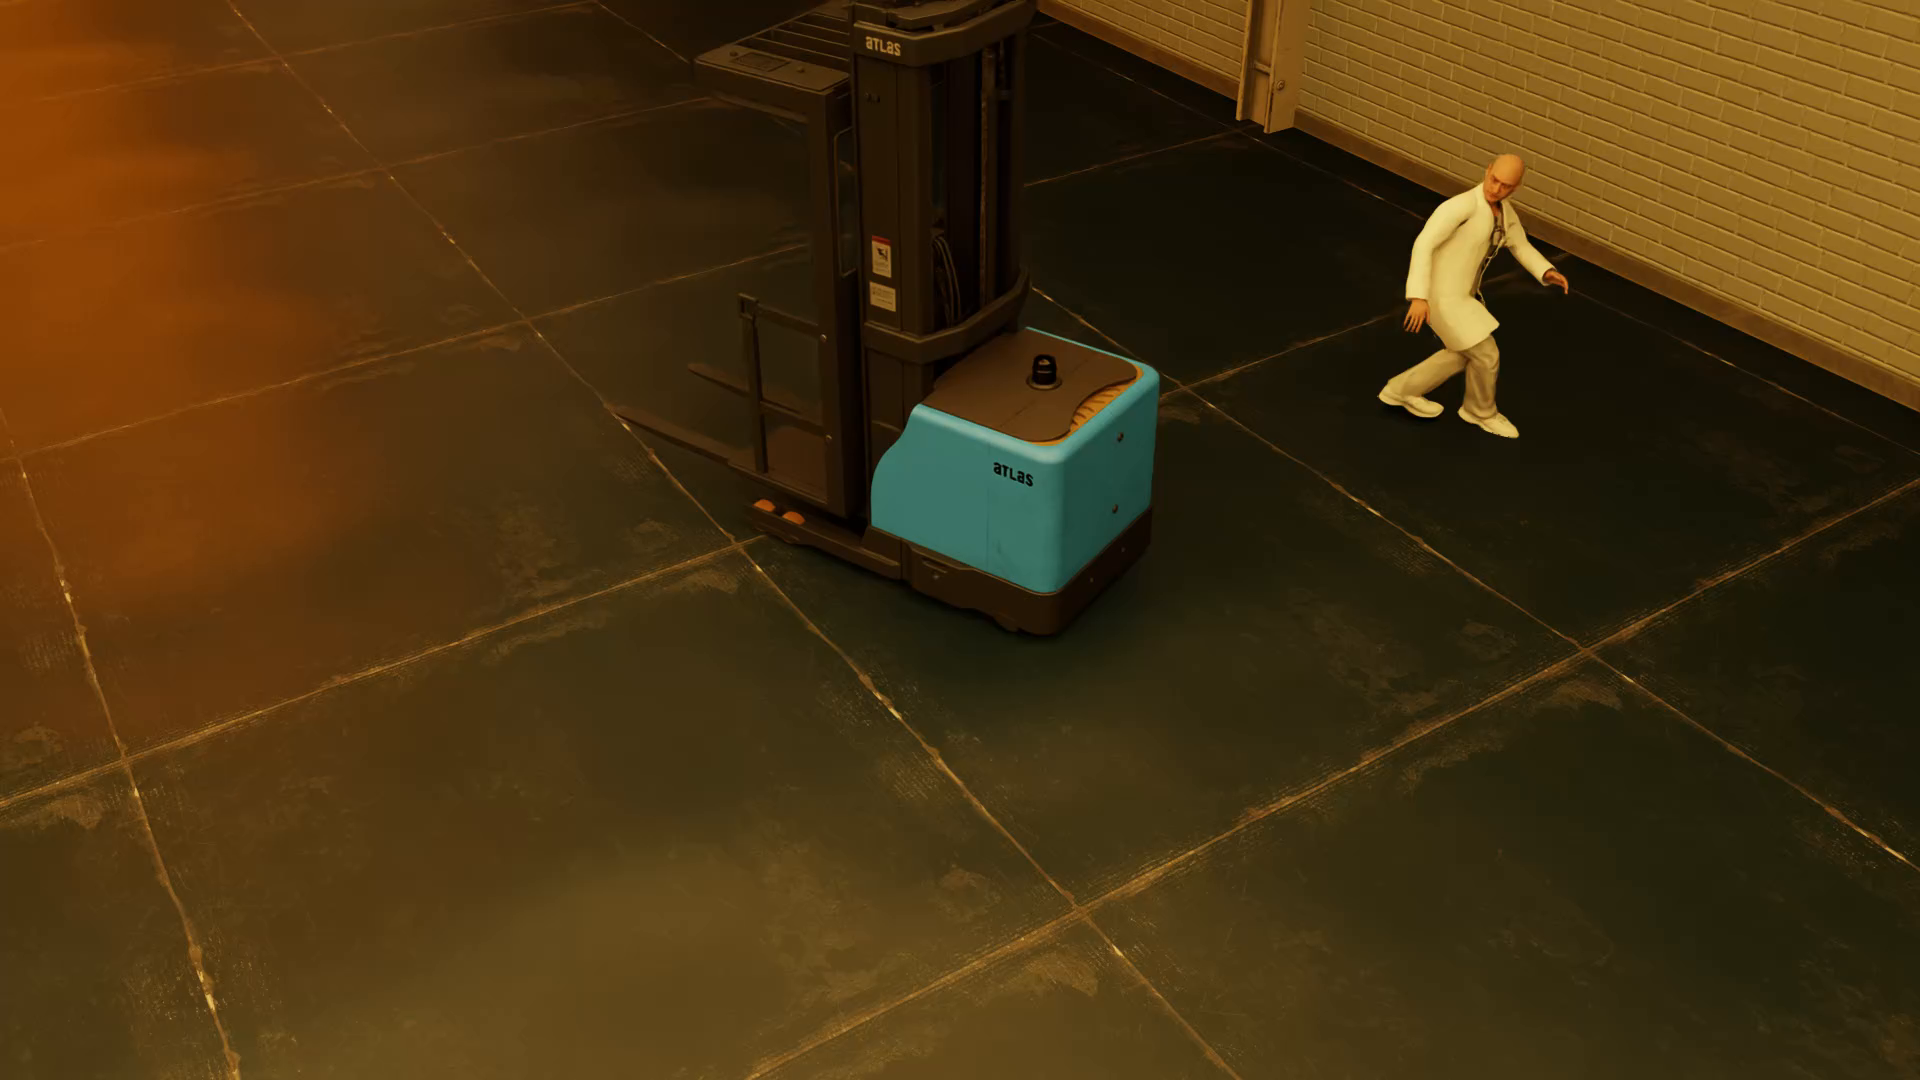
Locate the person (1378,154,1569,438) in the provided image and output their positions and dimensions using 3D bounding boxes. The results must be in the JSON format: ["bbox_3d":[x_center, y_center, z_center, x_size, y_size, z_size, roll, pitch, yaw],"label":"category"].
[{"bbox_3d":[2.822,-1.282,9.120,0.897,1.656,0.884,19,39,25],"label":"person"}]

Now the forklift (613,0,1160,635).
[{"bbox_3d":[-0.520,-1.407,8.150,3.031,2.935,1.130,22,41,28],"label":"forklift"}]
